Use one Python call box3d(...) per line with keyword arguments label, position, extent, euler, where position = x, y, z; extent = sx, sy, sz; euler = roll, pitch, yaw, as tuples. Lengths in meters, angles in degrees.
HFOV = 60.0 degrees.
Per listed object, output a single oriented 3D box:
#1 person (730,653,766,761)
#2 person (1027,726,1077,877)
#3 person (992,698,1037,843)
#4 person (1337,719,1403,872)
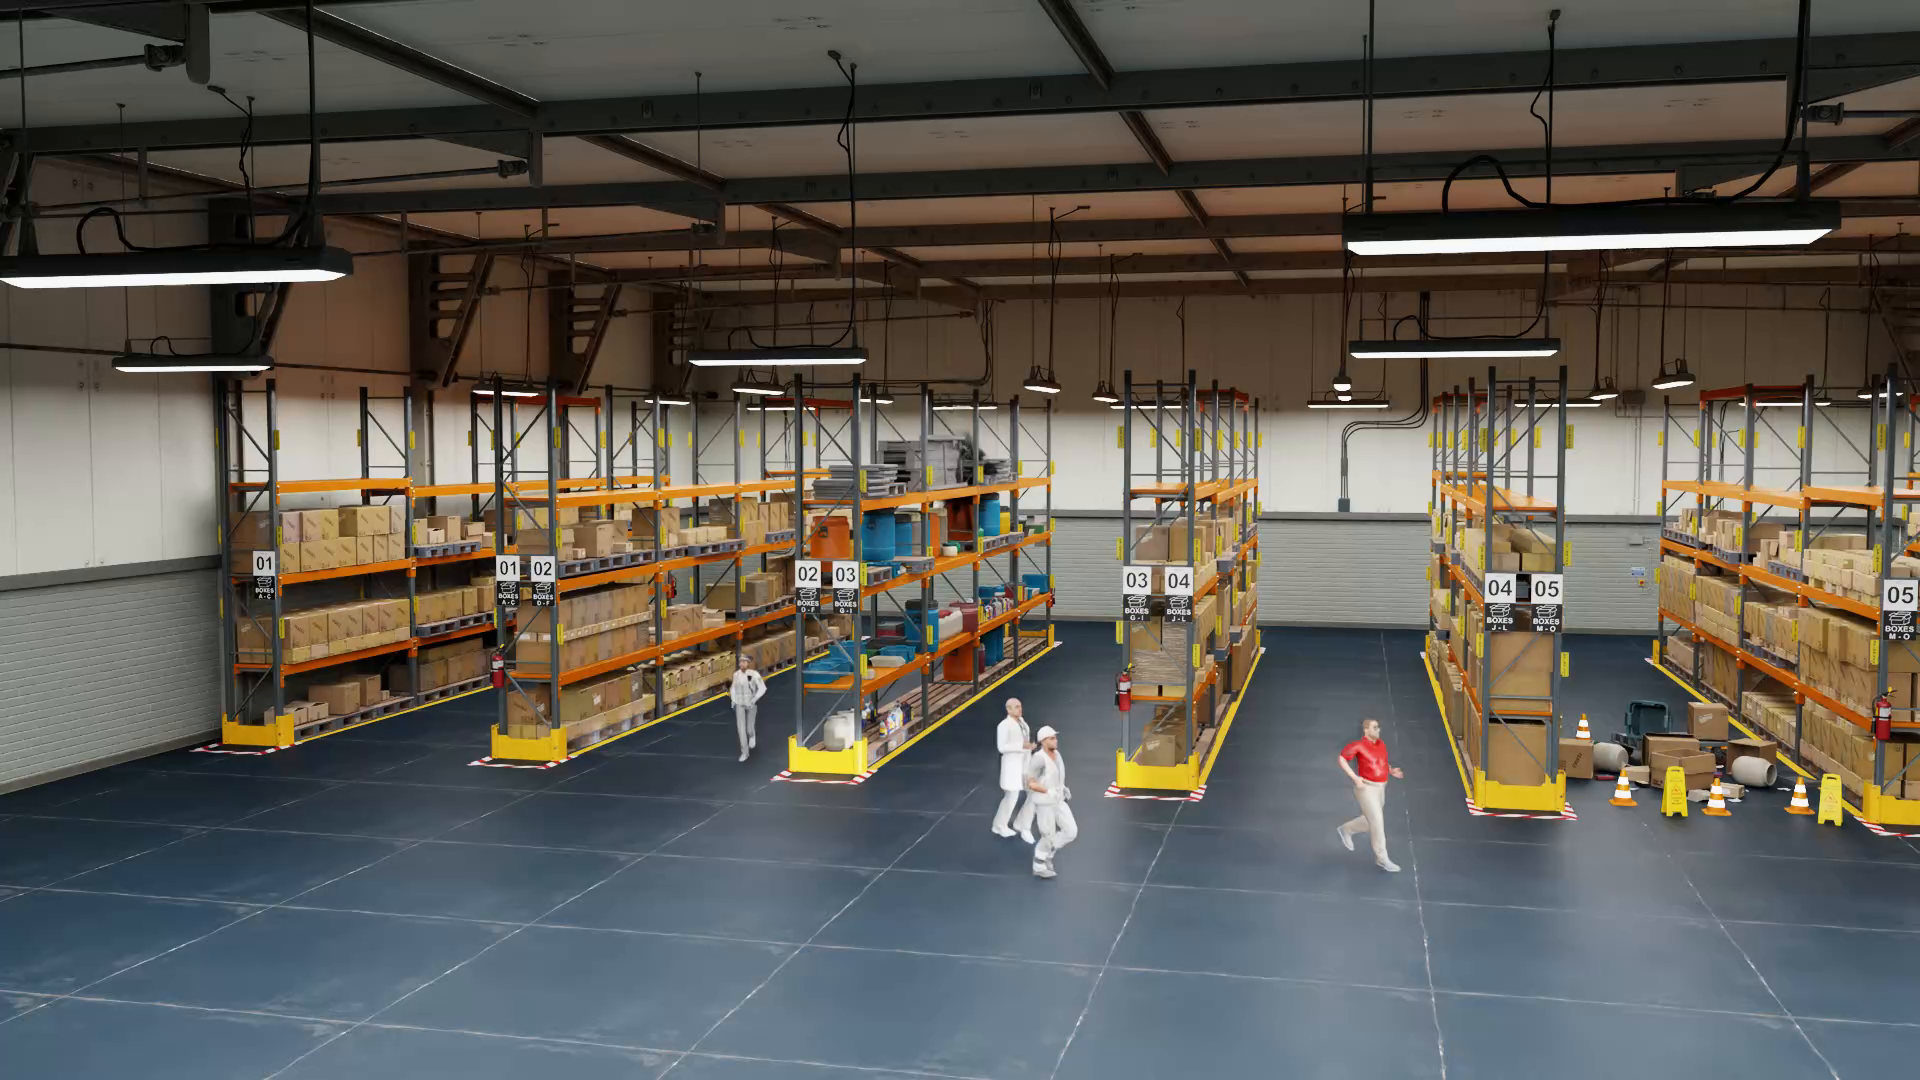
box3d(label="person", position=(-3.358, 2.608, 26.187), extent=(0.614, 1.684, 0.592), euler=(1, 3, 10))
box3d(label="person", position=(1.065, 2.983, 18.889), extent=(0.574, 1.740, 0.628), euler=(3, 5, 41))
box3d(label="person", position=(0.721, 2.881, 20.709), extent=(0.766, 1.828, 0.684), euler=(3, 5, 44))
box3d(label="person", position=(4.820, 2.971, 19.631), extent=(0.664, 1.737, 0.951), euler=(-3, 5, -41))
